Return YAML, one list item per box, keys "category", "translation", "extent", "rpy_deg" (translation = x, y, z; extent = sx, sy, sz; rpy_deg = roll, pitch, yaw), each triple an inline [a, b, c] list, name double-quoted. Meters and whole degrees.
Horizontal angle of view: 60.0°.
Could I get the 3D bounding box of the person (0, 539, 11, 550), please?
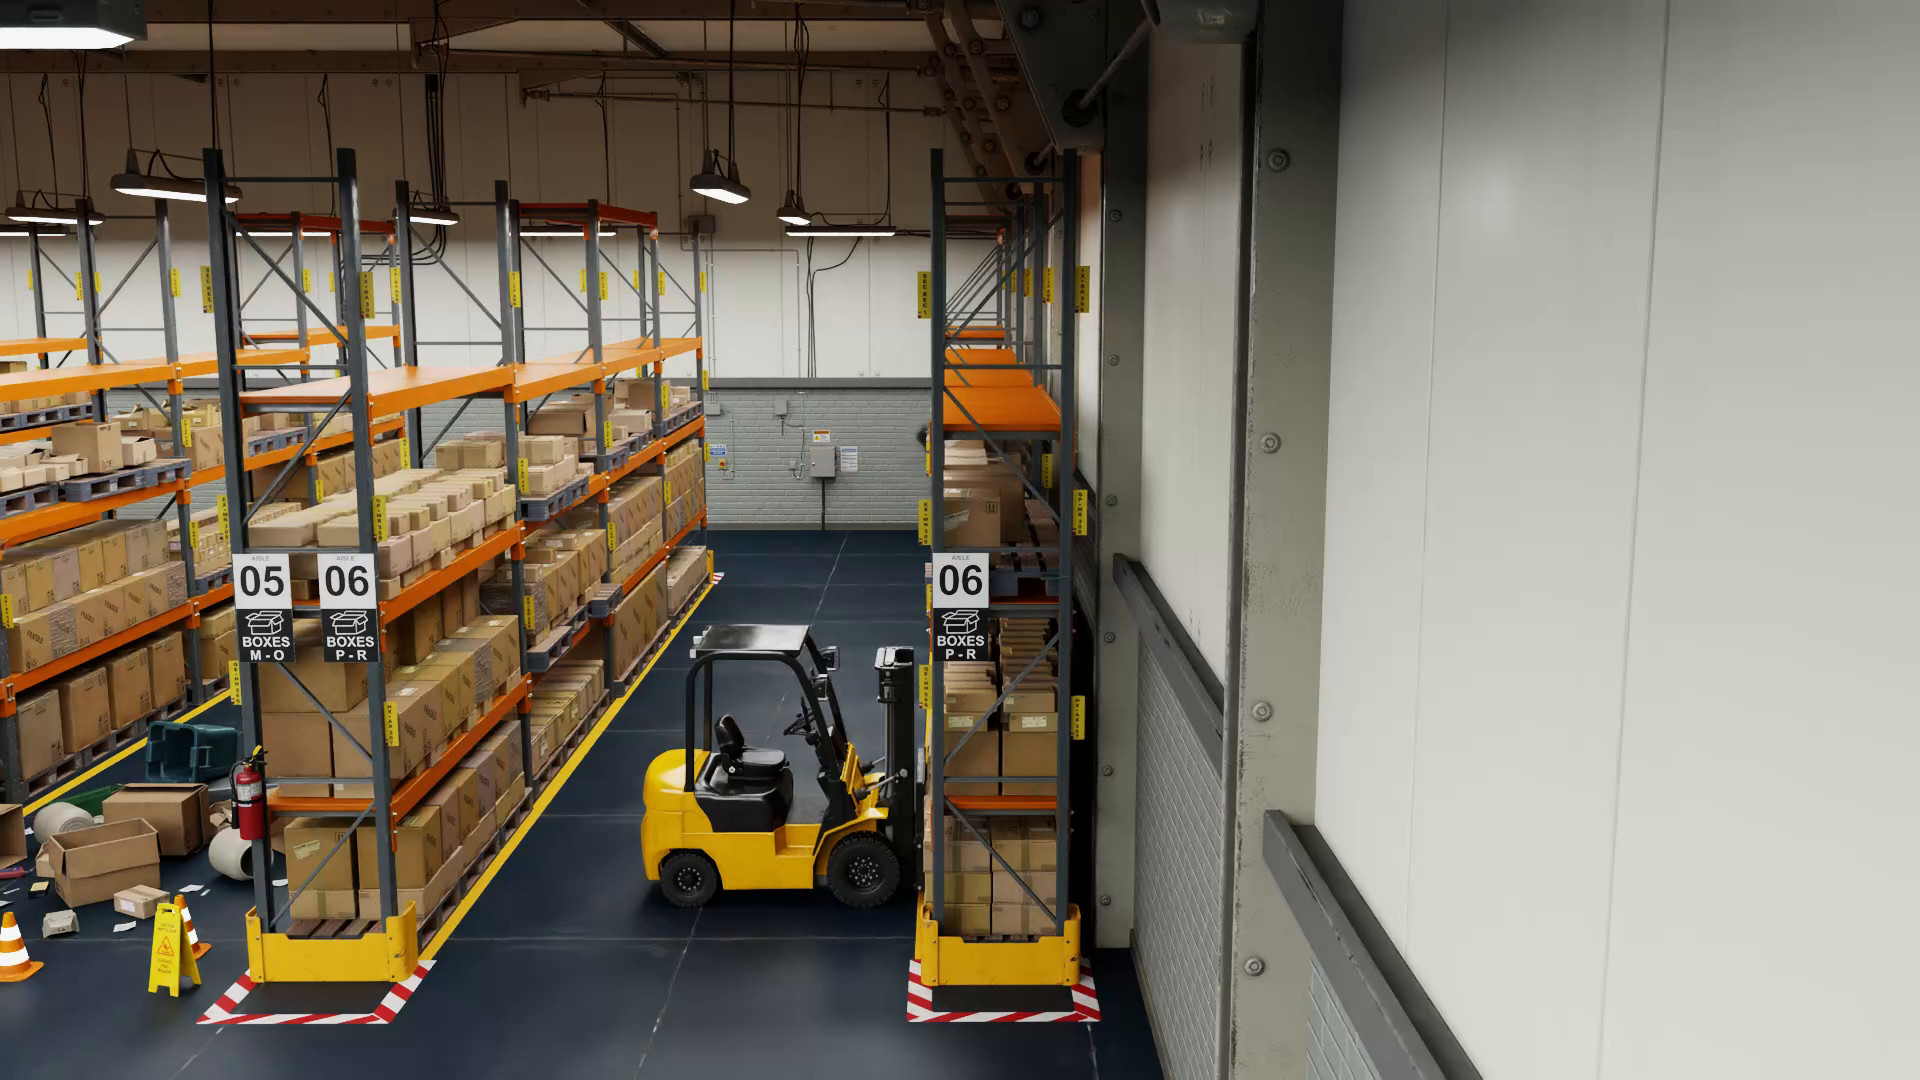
- category: "person"
  translation: [-12.908, 0.727, 22.571]
  extent: [0.687, 1.760, 1.014]
  rpy_deg: [0, 9, 2]
